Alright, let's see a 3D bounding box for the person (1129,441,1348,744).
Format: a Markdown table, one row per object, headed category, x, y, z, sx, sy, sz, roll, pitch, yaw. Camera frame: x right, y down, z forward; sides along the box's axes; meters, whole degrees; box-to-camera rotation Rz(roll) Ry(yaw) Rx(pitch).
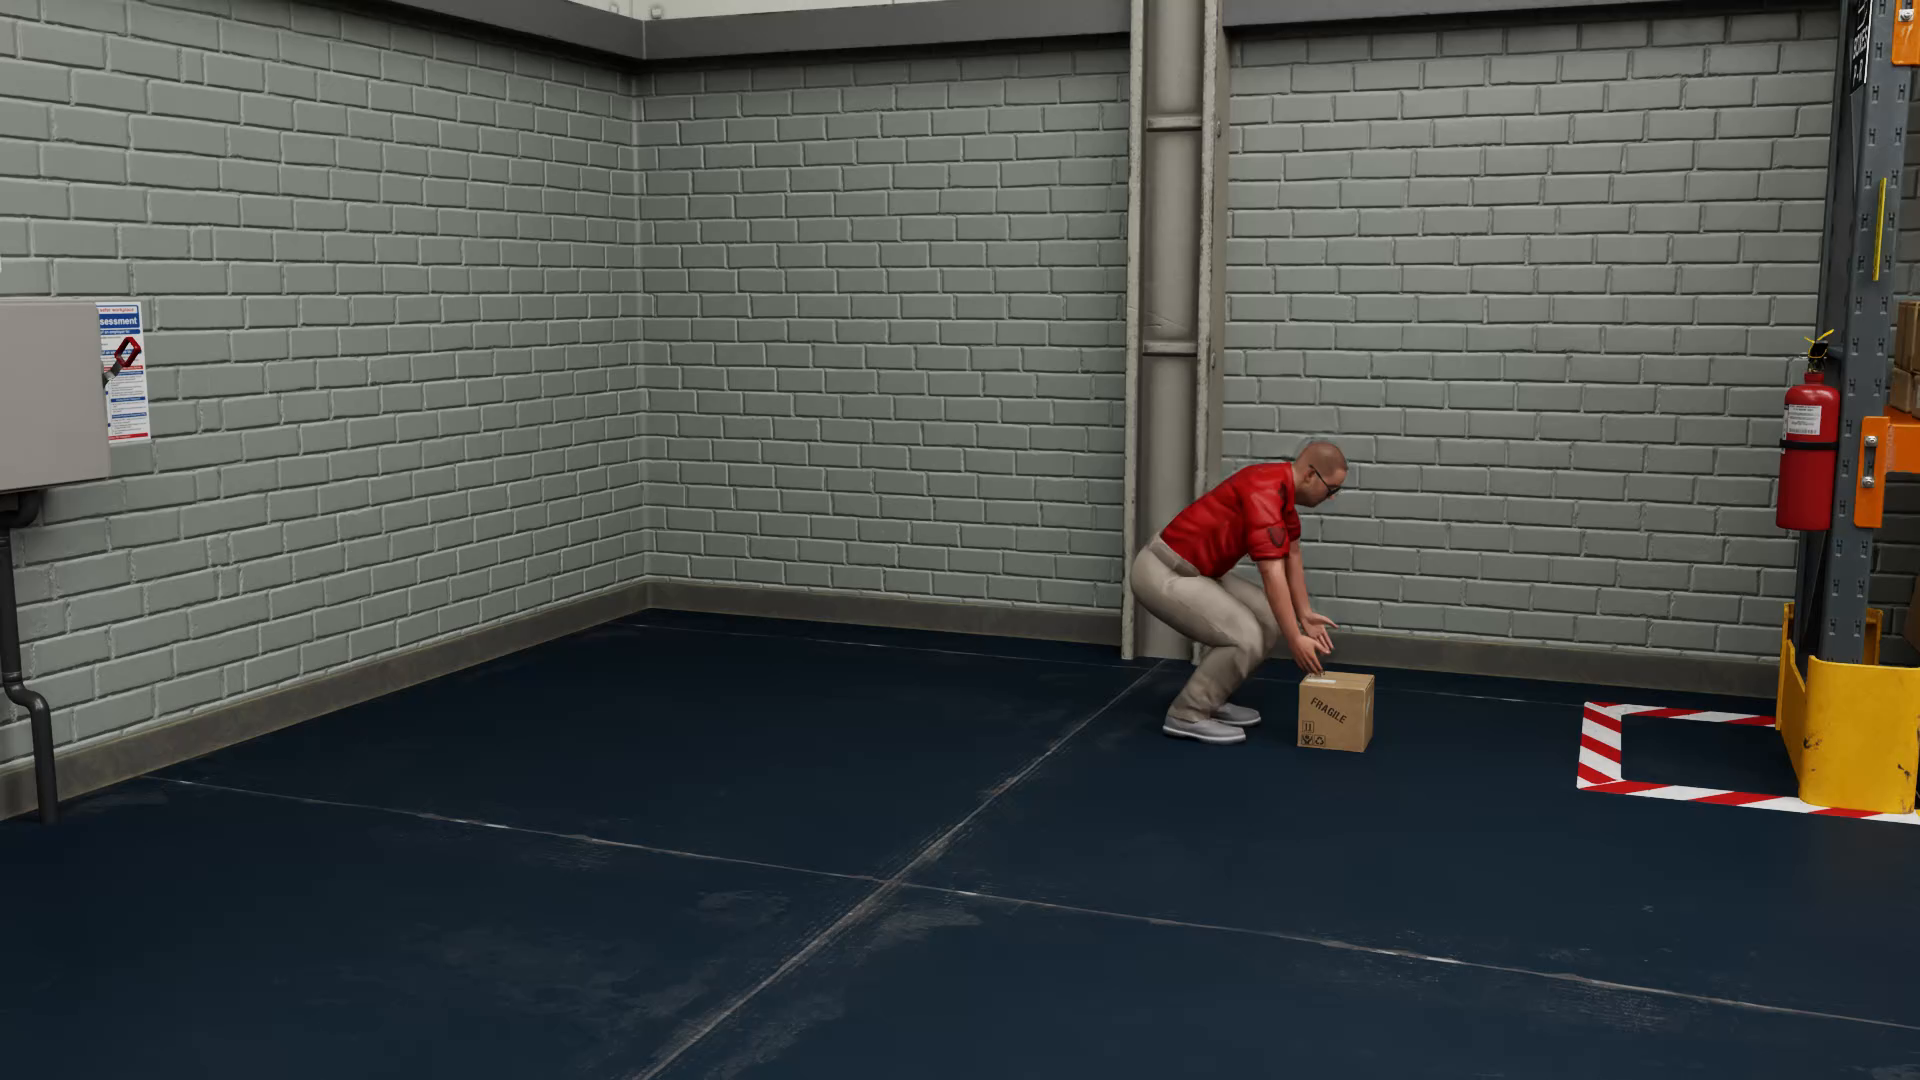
| category | x | y | z | sx | sy | sz | roll | pitch | yaw |
| --- | --- | --- | --- | --- | --- | --- | --- | --- | --- |
| person | 1.098 | 0.184 | 6.569 | 0.814 | 1.170 | 0.578 | 3 | 9 | 21 |
